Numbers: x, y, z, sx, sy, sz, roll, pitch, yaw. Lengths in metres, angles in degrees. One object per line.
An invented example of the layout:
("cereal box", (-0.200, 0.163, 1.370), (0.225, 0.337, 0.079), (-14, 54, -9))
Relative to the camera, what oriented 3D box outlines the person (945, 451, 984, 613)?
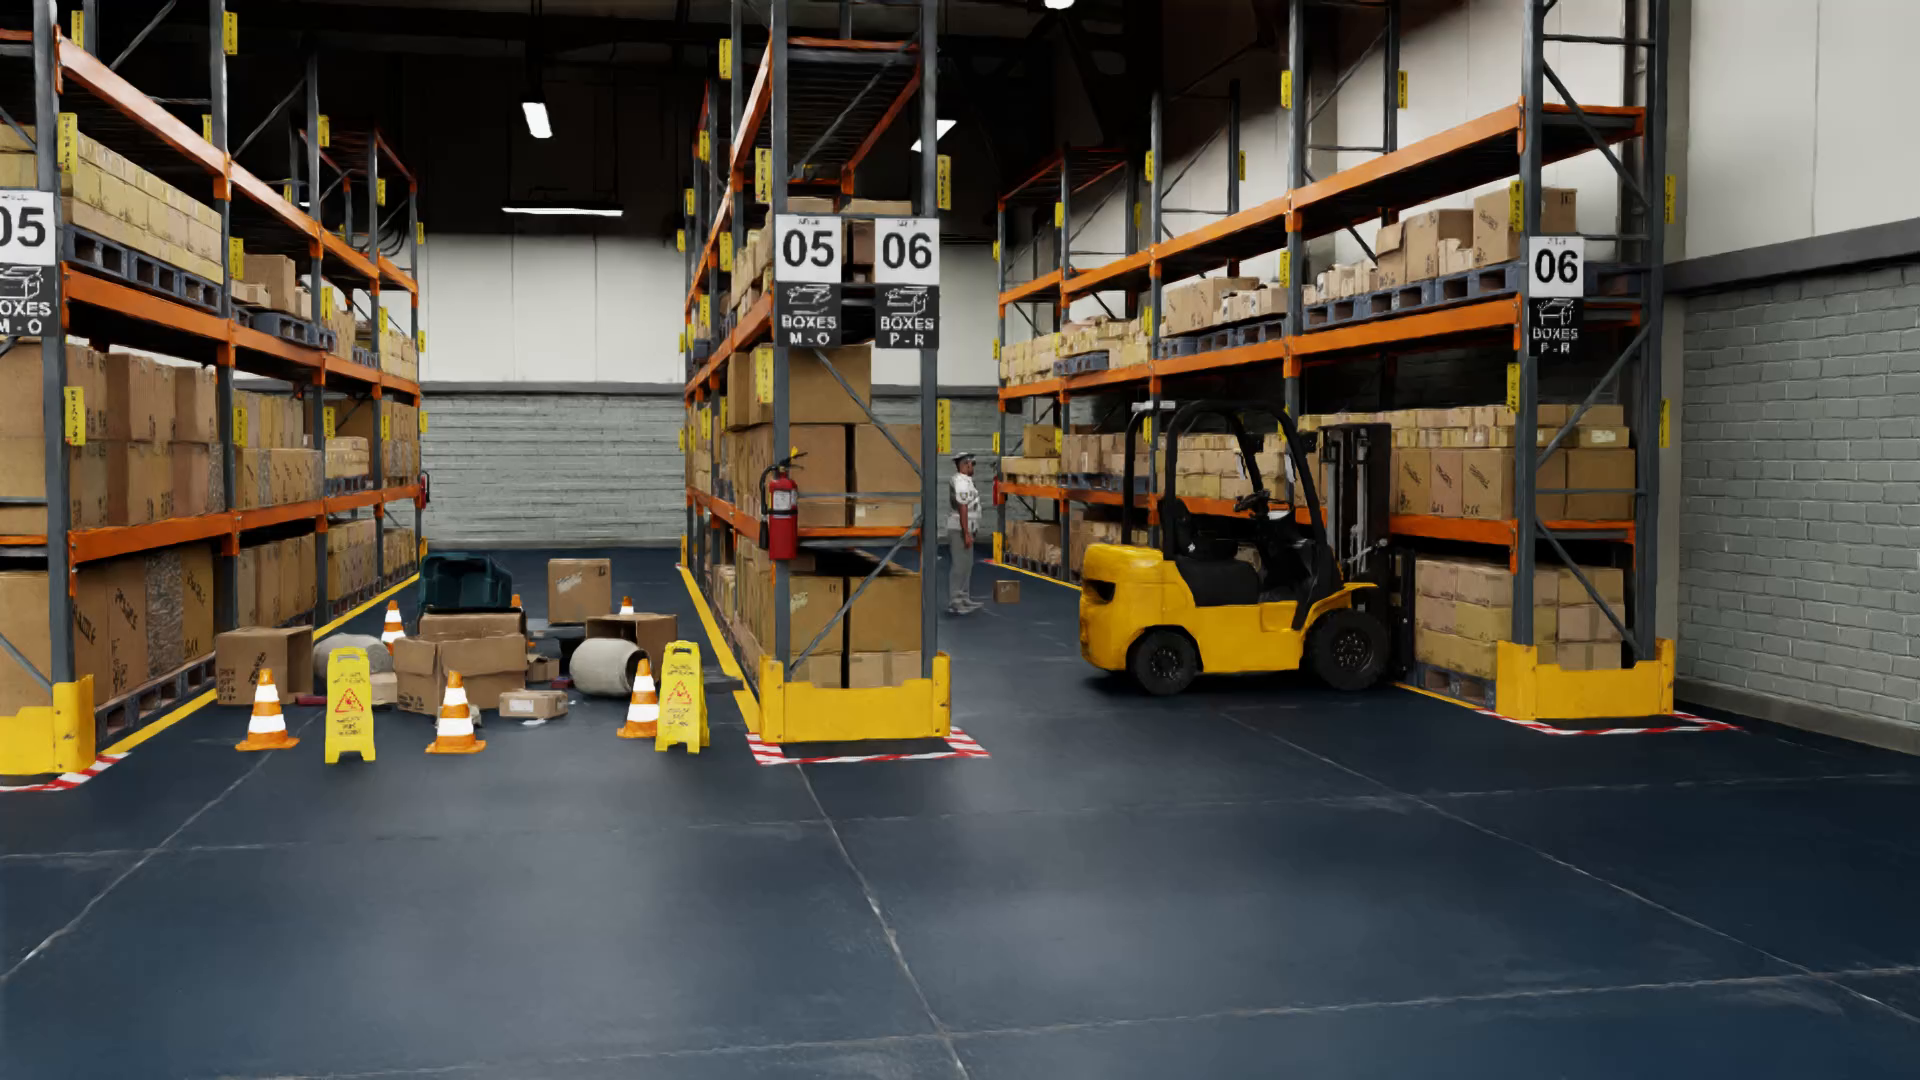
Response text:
("person", (0.056, -0.094, 18.316), (0.441, 1.764, 0.612), (0, 3, -1))
